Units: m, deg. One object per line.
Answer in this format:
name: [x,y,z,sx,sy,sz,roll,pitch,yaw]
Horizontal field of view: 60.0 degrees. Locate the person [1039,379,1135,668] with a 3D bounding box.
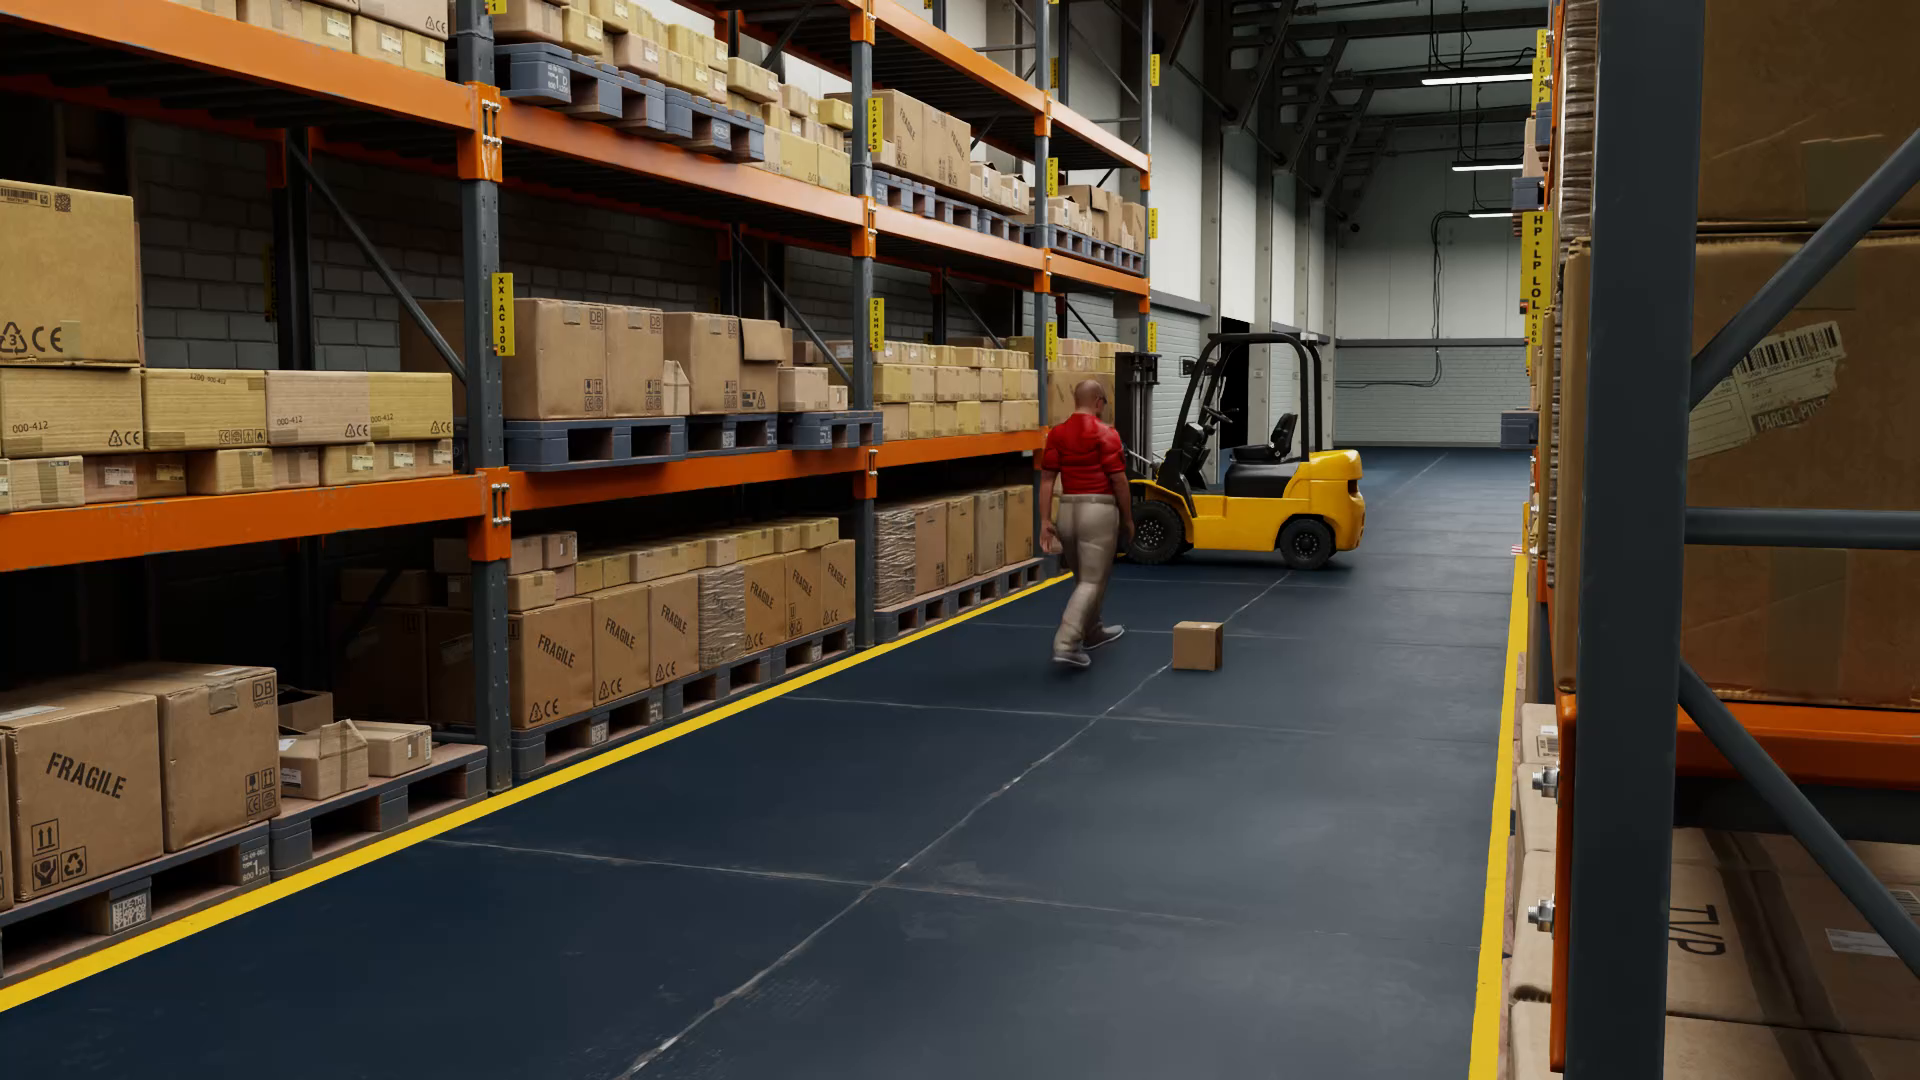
person: [0.794,-0.119,9.902,0.967,1.671,0.590,-4,7,-40]
